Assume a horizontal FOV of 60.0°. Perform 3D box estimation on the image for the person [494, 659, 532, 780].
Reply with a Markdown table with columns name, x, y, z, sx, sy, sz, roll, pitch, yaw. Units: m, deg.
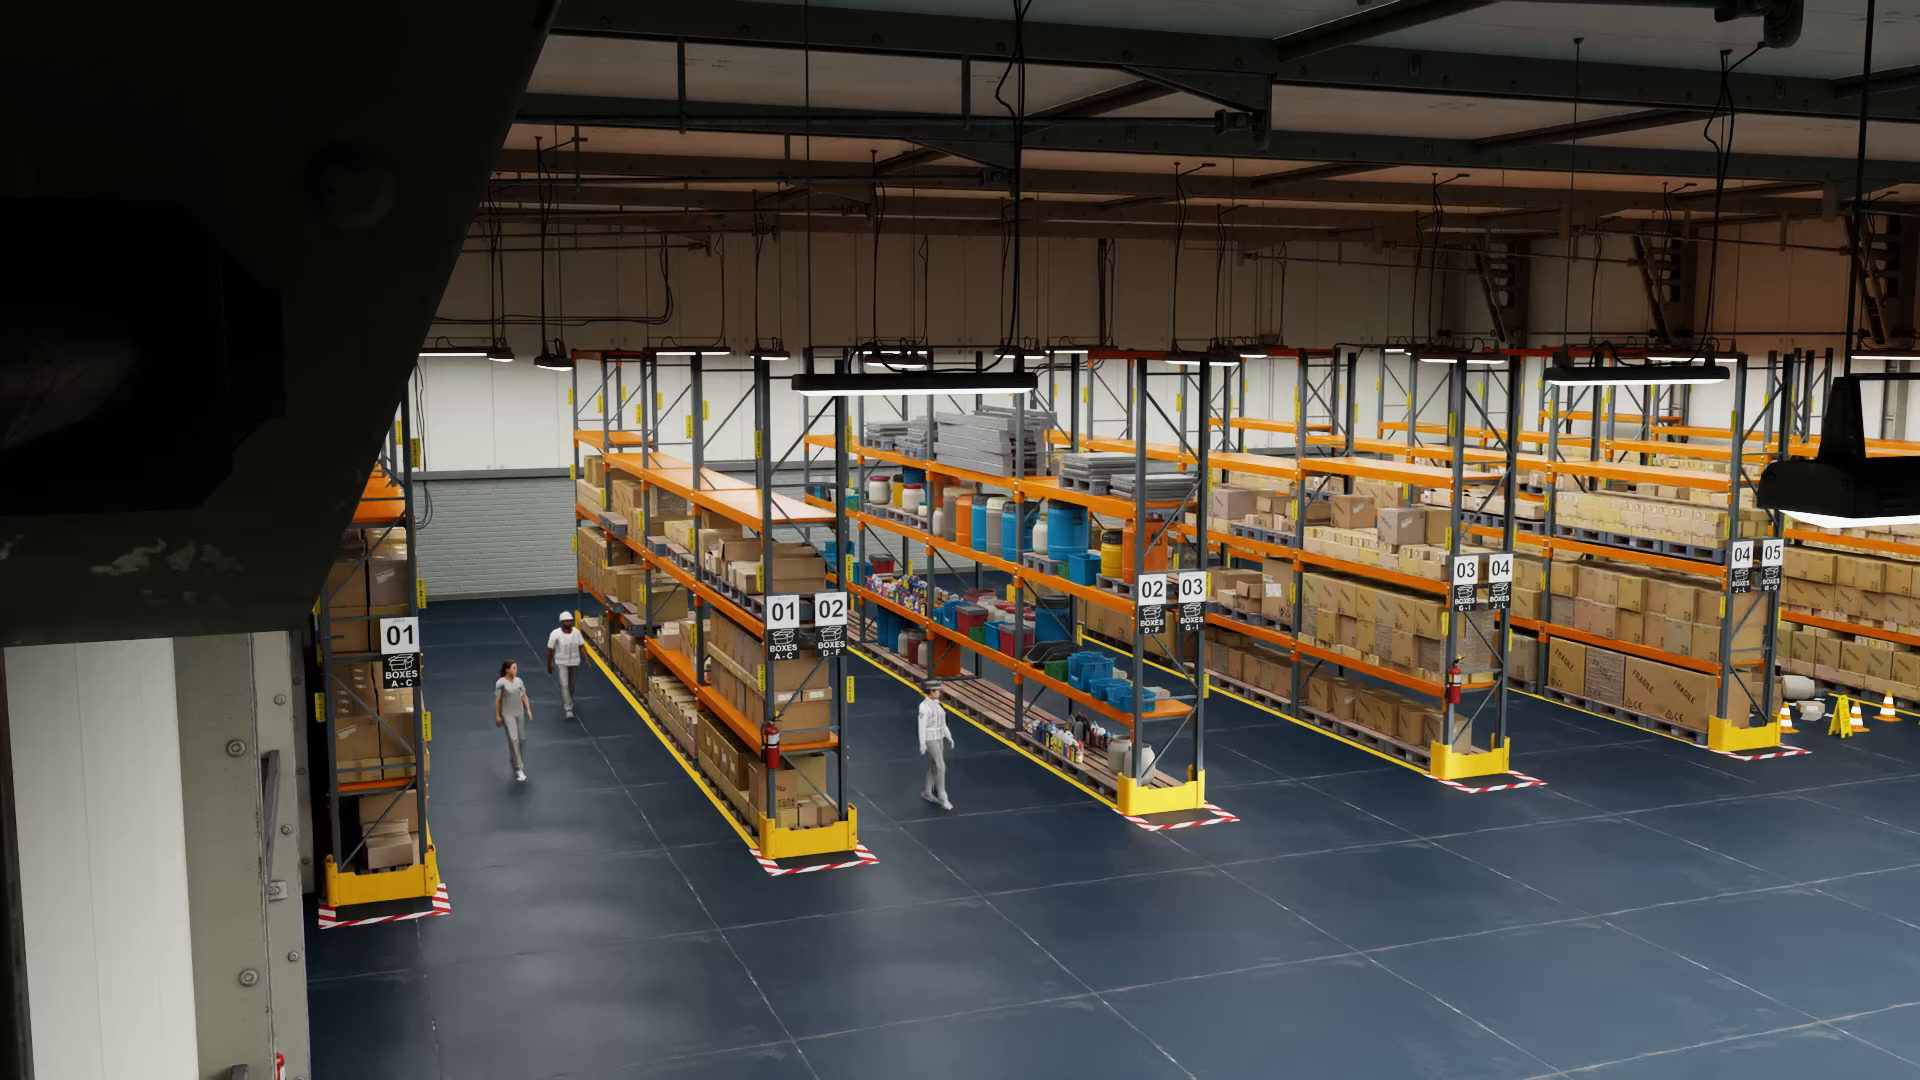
| name | x | y | z | sx | sy | sz | roll | pitch | yaw |
| --- | --- | --- | --- | --- | --- | --- | --- | --- | --- |
| person | -6.348 | 2.554 | 23.892 | 0.738 | 1.657 | 0.465 | 6 | 10 | 42 |

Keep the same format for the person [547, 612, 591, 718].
| name | x | y | z | sx | sy | sz | roll | pitch | yaw |
| --- | --- | --- | --- | --- | --- | --- | --- | --- | --- |
| person | -6.498 | 2.040 | 27.618 | 0.675 | 1.711 | 1.081 | -3 | 8 | -24 |

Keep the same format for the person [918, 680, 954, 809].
| name | x | y | z | sx | sy | sz | roll | pitch | yaw |
| --- | --- | --- | --- | --- | --- | --- | --- | --- | --- |
| person | -0.285 | 2.751 | 22.408 | 0.569 | 1.719 | 0.510 | 3 | 8 | 23 |
